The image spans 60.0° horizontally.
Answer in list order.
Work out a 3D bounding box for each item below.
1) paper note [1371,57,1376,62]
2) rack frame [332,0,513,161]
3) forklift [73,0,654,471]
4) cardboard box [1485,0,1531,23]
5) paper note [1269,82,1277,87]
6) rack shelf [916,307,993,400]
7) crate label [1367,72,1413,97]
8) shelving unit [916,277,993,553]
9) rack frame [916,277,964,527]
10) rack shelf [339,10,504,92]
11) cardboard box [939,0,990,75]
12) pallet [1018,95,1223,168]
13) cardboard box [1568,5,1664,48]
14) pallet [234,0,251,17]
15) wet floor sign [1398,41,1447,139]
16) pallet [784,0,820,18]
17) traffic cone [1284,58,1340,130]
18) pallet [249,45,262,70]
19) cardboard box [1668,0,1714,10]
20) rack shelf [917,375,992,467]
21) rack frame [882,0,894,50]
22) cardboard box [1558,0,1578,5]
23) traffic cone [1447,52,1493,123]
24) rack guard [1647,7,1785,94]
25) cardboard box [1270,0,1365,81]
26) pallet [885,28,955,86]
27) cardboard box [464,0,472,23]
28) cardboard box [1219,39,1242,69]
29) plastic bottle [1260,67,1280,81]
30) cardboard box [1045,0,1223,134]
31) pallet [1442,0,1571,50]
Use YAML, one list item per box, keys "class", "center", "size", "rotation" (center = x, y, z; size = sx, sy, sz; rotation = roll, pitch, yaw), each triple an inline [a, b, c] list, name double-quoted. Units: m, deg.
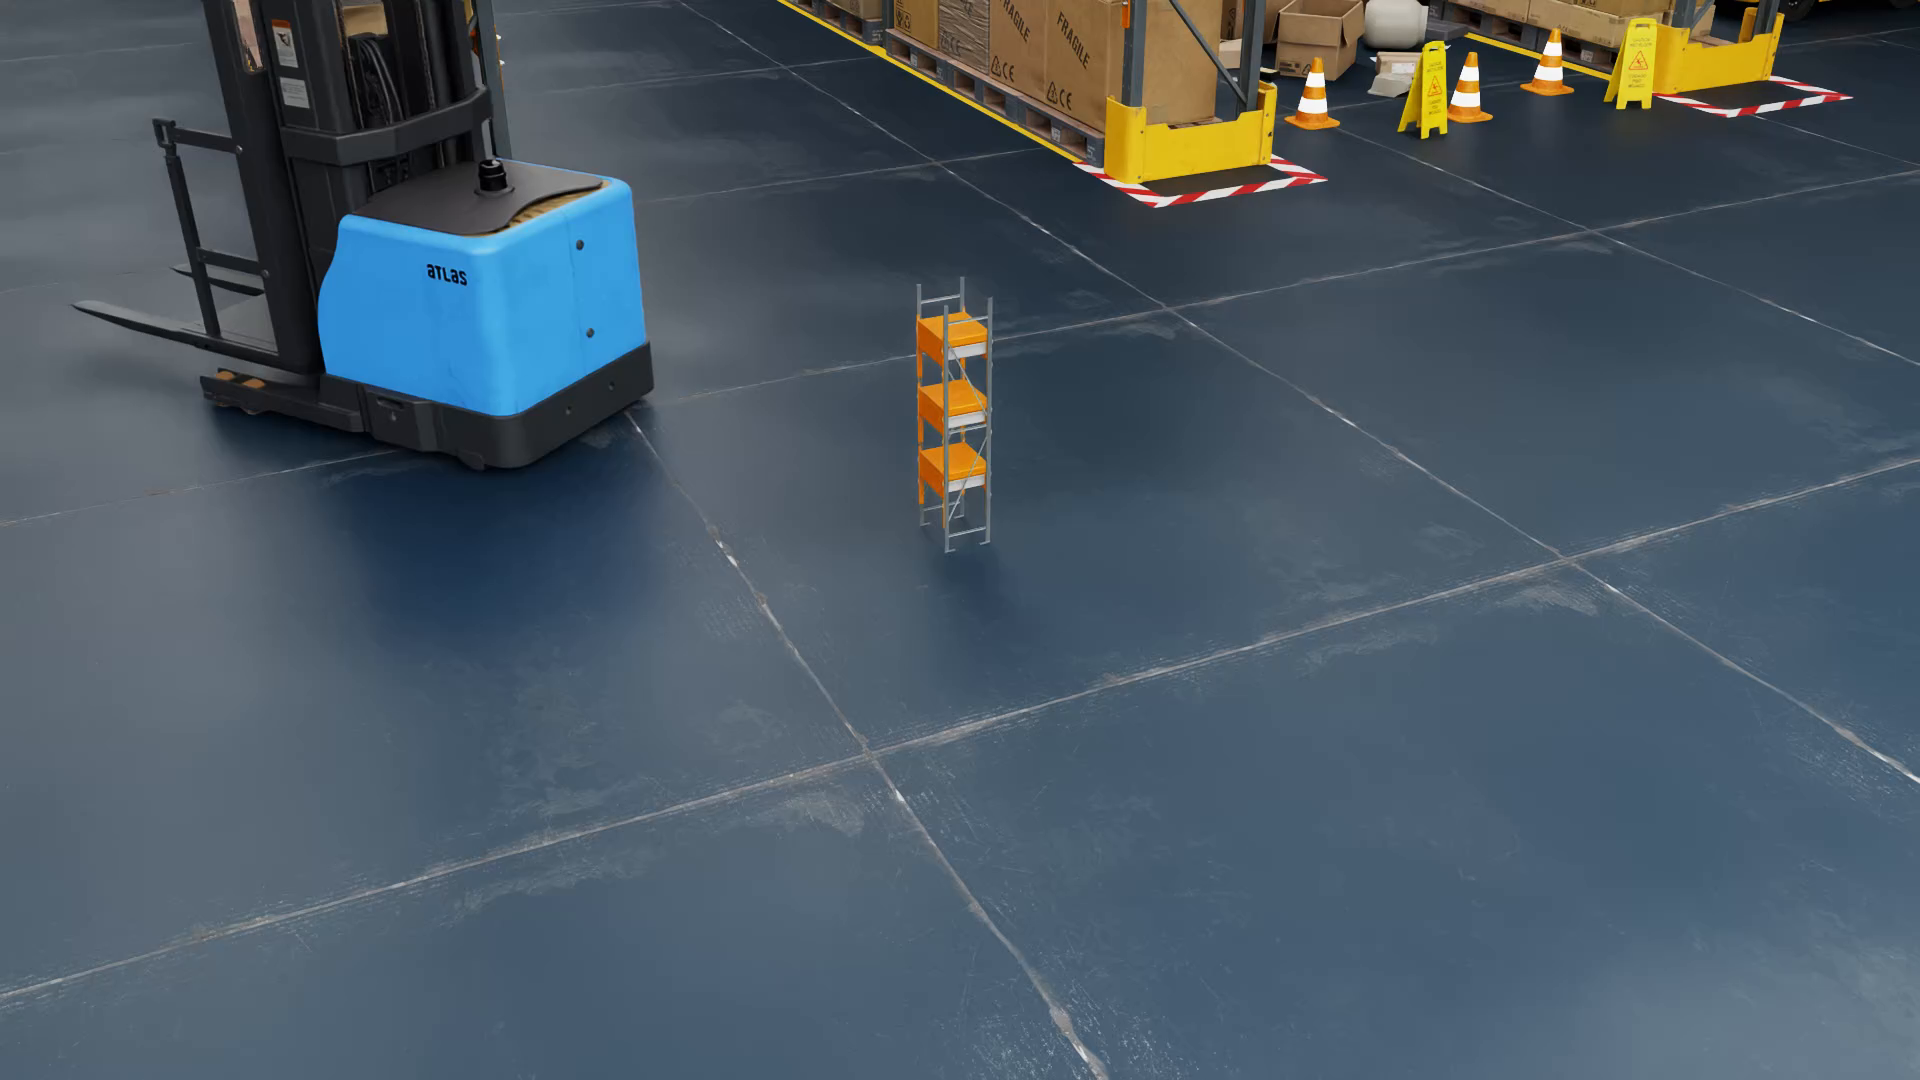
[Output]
- class: "paper note"
  center: [3.527, -4.034, 13.925]
  size: [0.148, 0.019, 0.142]
  rotation: [-3, 29, -5]
- class: "rack frame"
  center: [-2.991, -2.847, 8.761]
  size: [1.000, 3.000, 0.127]
  rotation: [-13, 32, -22]
- class: "forklift"
  center: [-2.999, -2.076, 7.455]
  size: [3.031, 2.935, 1.130]
  rotation: [14, 32, 24]
- class: "cardboard box"
  center: [4.924, -4.673, 14.399]
  size: [0.500, 0.250, 0.500]
  rotation: [-14, 32, -24]
- class: "paper note"
  center: [2.410, -3.579, 13.103]
  size: [0.144, 0.017, 0.142]
  rotation: [-3, 29, -5]
- class: "rack shelf"
  center: [-0.023, -0.720, 6.402]
  size: [0.215, 0.259, 0.240]
  rotation: [-13, 32, -22]
- class: "crate label"
  center: [3.360, -3.550, 12.940]
  size: [0.298, 0.136, 0.250]
  rotation: [19, 34, 30]
- class: "shelving unit"
  center: [-0.023, -0.482, 6.535]
  size: [0.215, 1.050, 0.252]
  rotation: [-13, 32, -22]
- class: "rack frame"
  center: [-0.075, -0.535, 6.631]
  size: [0.200, 1.050, 0.008]
  rotation: [-13, 32, -22]
- class: "rack shelf"
  center: [-3.850, -3.417, 10.512]
  size: [1.077, 0.370, 4.000]
  rotation: [-13, 32, -22]
- class: "cardboard box"
  center: [0.412, -4.178, 12.876]
  size: [0.875, 0.875, 0.875]
  rotation: [-13, 32, -22]
- class: "pallet"
  center: [1.118, -2.965, 11.821]
  size: [1.003, 0.211, 1.213]
  rotation: [-13, 32, -22]
- class: "cardboard box"
  center: [5.359, -4.223, 13.596]
  size: [0.500, 0.250, 0.500]
  rotation: [-13, 32, -22]
- class: "pallet"
  center: [-6.091, -4.819, 15.129]
  size: [1.003, 0.211, 1.213]
  rotation: [-13, 32, -22]
- class: "wet floor sign"
  center: [3.333, -3.220, 11.833]
  size: [0.267, 0.644, 0.232]
  rotation: [-19, 35, -30]
- class: "pallet"
  center: [-1.112, -5.260, 15.914]
  size: [1.003, 0.211, 1.213]
  rotation: [-13, 32, -22]
- class: "traffic cone"
  center: [2.587, -3.270, 12.109]
  size: [0.336, 0.463, 0.334]
  rotation: [-13, 32, -22]
- class: "pallet"
  center: [-5.044, -3.742, 13.207]
  size: [1.003, 0.211, 1.213]
  rotation: [-13, 32, -22]
- class: "cardboard box"
  center: [5.852, -4.664, 13.616]
  size: [0.500, 0.500, 0.500]
  rotation: [-14, 32, -24]
- class: "rack shelf"
  center: [-0.023, -0.472, 6.541]
  size: [0.215, 0.259, 0.240]
  rotation: [-13, 32, -22]
- class: "rack frame"
  center: [-0.185, -5.611, 13.690]
  size: [1.000, 3.000, 0.127]
  rotation: [-13, 32, -22]
- class: "cardboard box"
  center: [5.153, -4.768, 13.801]
  size: [0.500, 0.500, 0.500]
  rotation: [-12, 31, -20]
- class: "traffic cone"
  center: [3.753, -3.357, 12.264]
  size: [0.336, 0.463, 0.334]
  rotation: [-13, 32, -22]
- class: "rack guard"
  center: [5.927, -3.871, 13.143]
  size: [1.175, 0.500, 0.348]
  rotation: [-13, 32, -22]
- class: "cardboard box"
  center: [2.919, -4.084, 13.518]
  size: [0.637, 0.503, 0.797]
  rotation: [13, 32, 21]
- class: "pallet"
  center: [0.071, -4.043, 13.743]
  size: [1.003, 0.211, 1.213]
  rotation: [-13, 32, -22]
- class: "cardboard box"
  center: [-2.898, -2.914, 9.136]
  size: [0.380, 0.149, 0.250]
  rotation: [-13, 32, -22]
- class: "cardboard box"
  center: [2.216, -4.046, 13.694]
  size: [0.396, 0.266, 0.258]
  rotation: [-8, 30, -13]
- class: "plastic bottle"
  center: [2.426, -3.764, 13.399]
  size: [0.283, 0.061, 0.133]
  rotation: [26, 38, 38]
- class: "cardboard box"
  center: [1.181, -3.386, 11.465]
  size: [0.875, 0.875, 0.875]
  rotation: [-13, 32, -22]
- class: "pallet"
  center: [5.090, -4.650, 14.827]
  size: [1.003, 0.211, 1.213]
  rotation: [-13, 32, -22]
